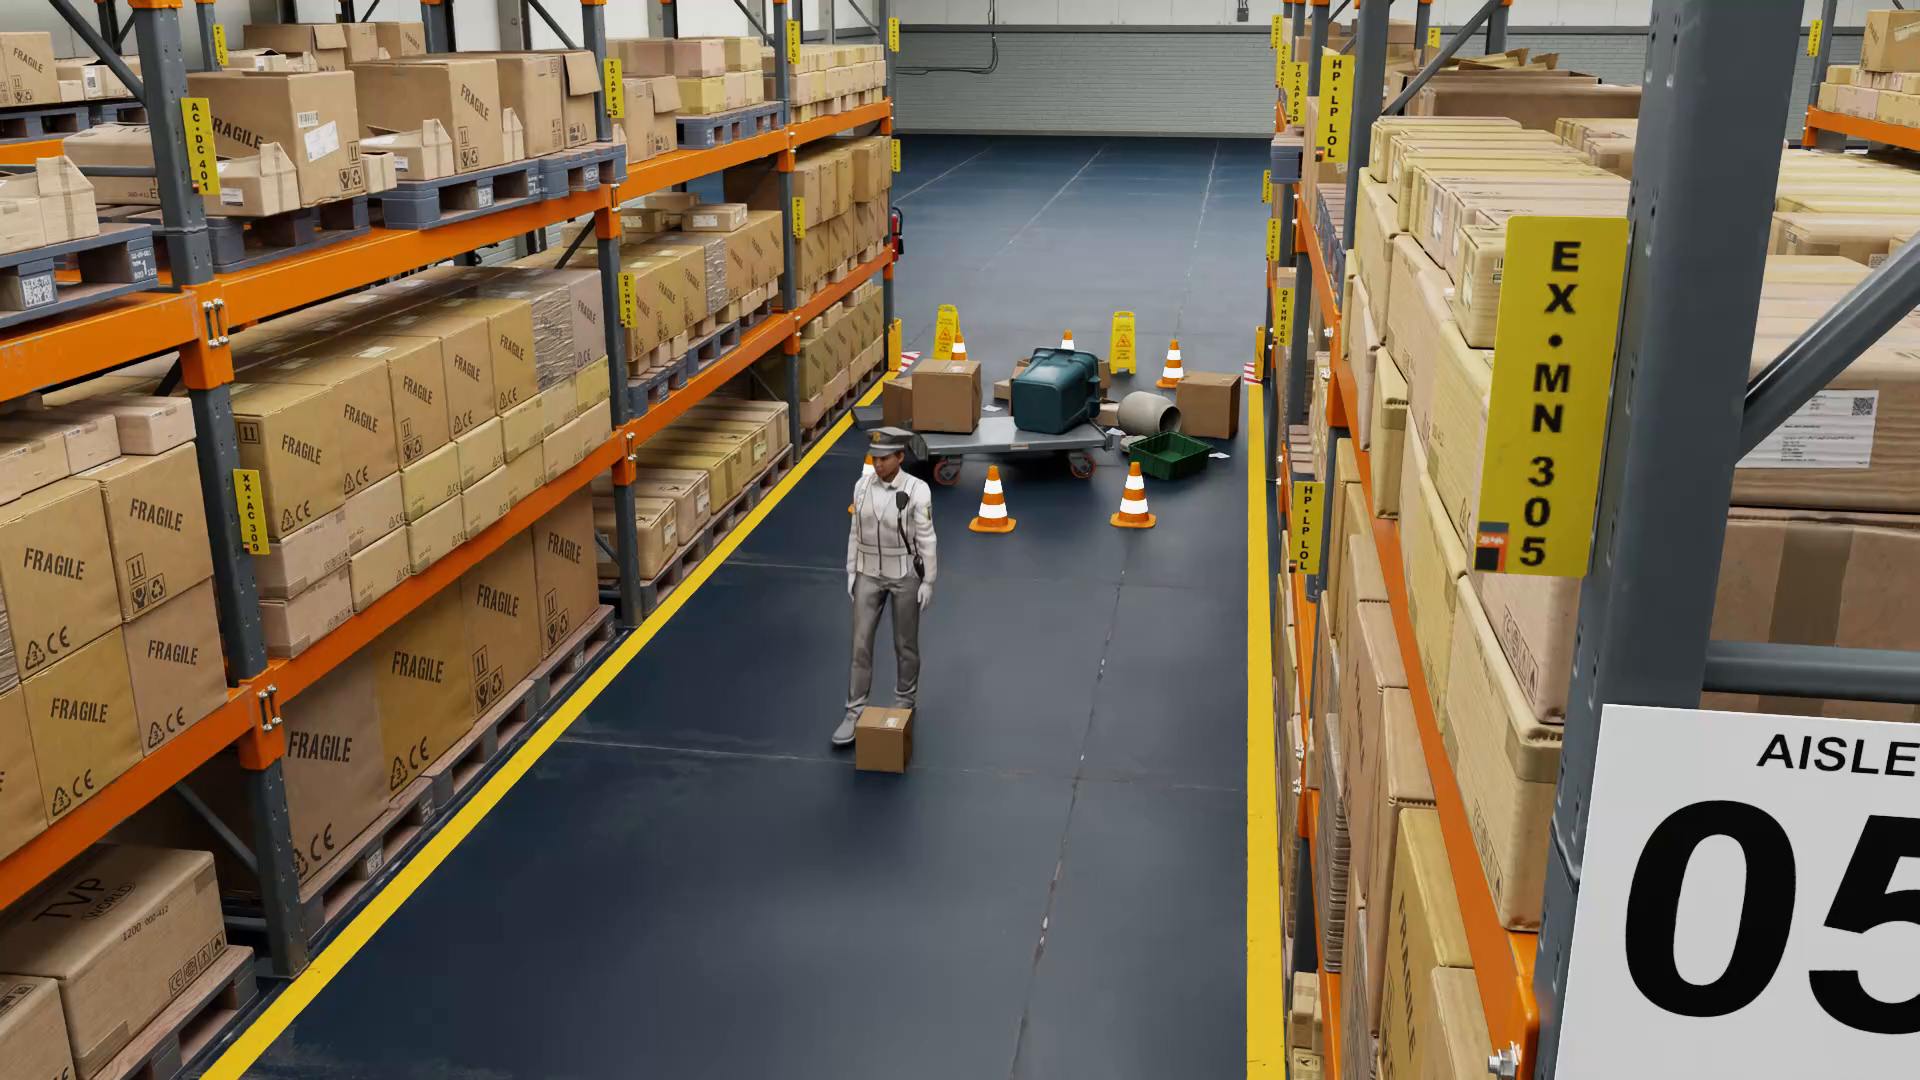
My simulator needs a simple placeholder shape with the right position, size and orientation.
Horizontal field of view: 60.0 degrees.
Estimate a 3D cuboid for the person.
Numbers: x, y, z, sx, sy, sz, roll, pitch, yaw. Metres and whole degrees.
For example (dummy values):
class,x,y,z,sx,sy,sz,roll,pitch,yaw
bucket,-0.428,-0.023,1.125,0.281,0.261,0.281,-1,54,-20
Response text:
class,x,y,z,sx,sy,sz,roll,pitch,yaw
person,-0.418,0.241,8.766,0.506,1.667,0.673,6,19,17
